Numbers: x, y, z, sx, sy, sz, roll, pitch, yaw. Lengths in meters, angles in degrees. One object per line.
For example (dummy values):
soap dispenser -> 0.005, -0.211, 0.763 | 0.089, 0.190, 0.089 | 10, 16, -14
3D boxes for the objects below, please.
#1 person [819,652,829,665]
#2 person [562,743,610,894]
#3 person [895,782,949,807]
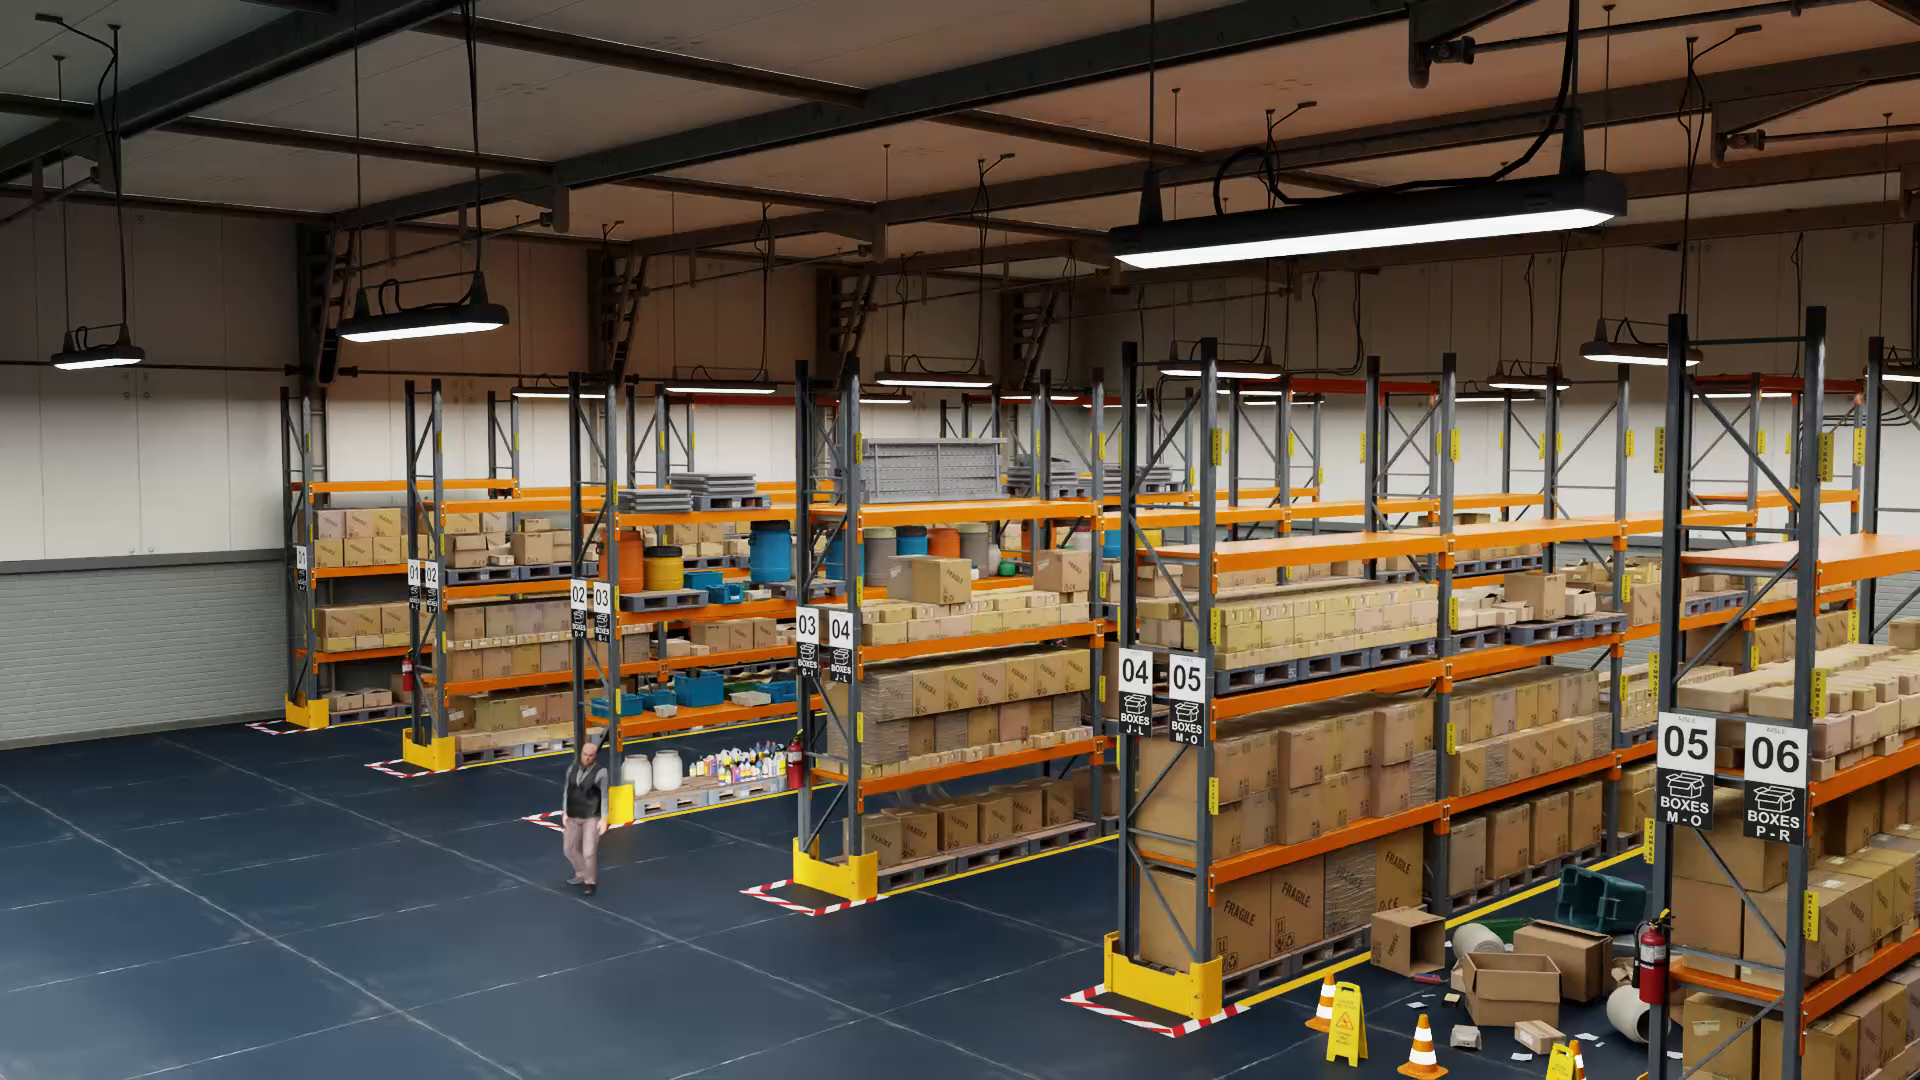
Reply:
person -> -2.809, 2.192, 34.688 | 0.539, 1.534, 0.578 | 3, 4, 36
person -> -4.229, 3.114, 18.741 | 0.649, 1.703, 0.475 | 1, 4, 18
person -> -0.495, 2.946, 21.888 | 1.101, 1.594, 0.661 | -2, 4, -28
